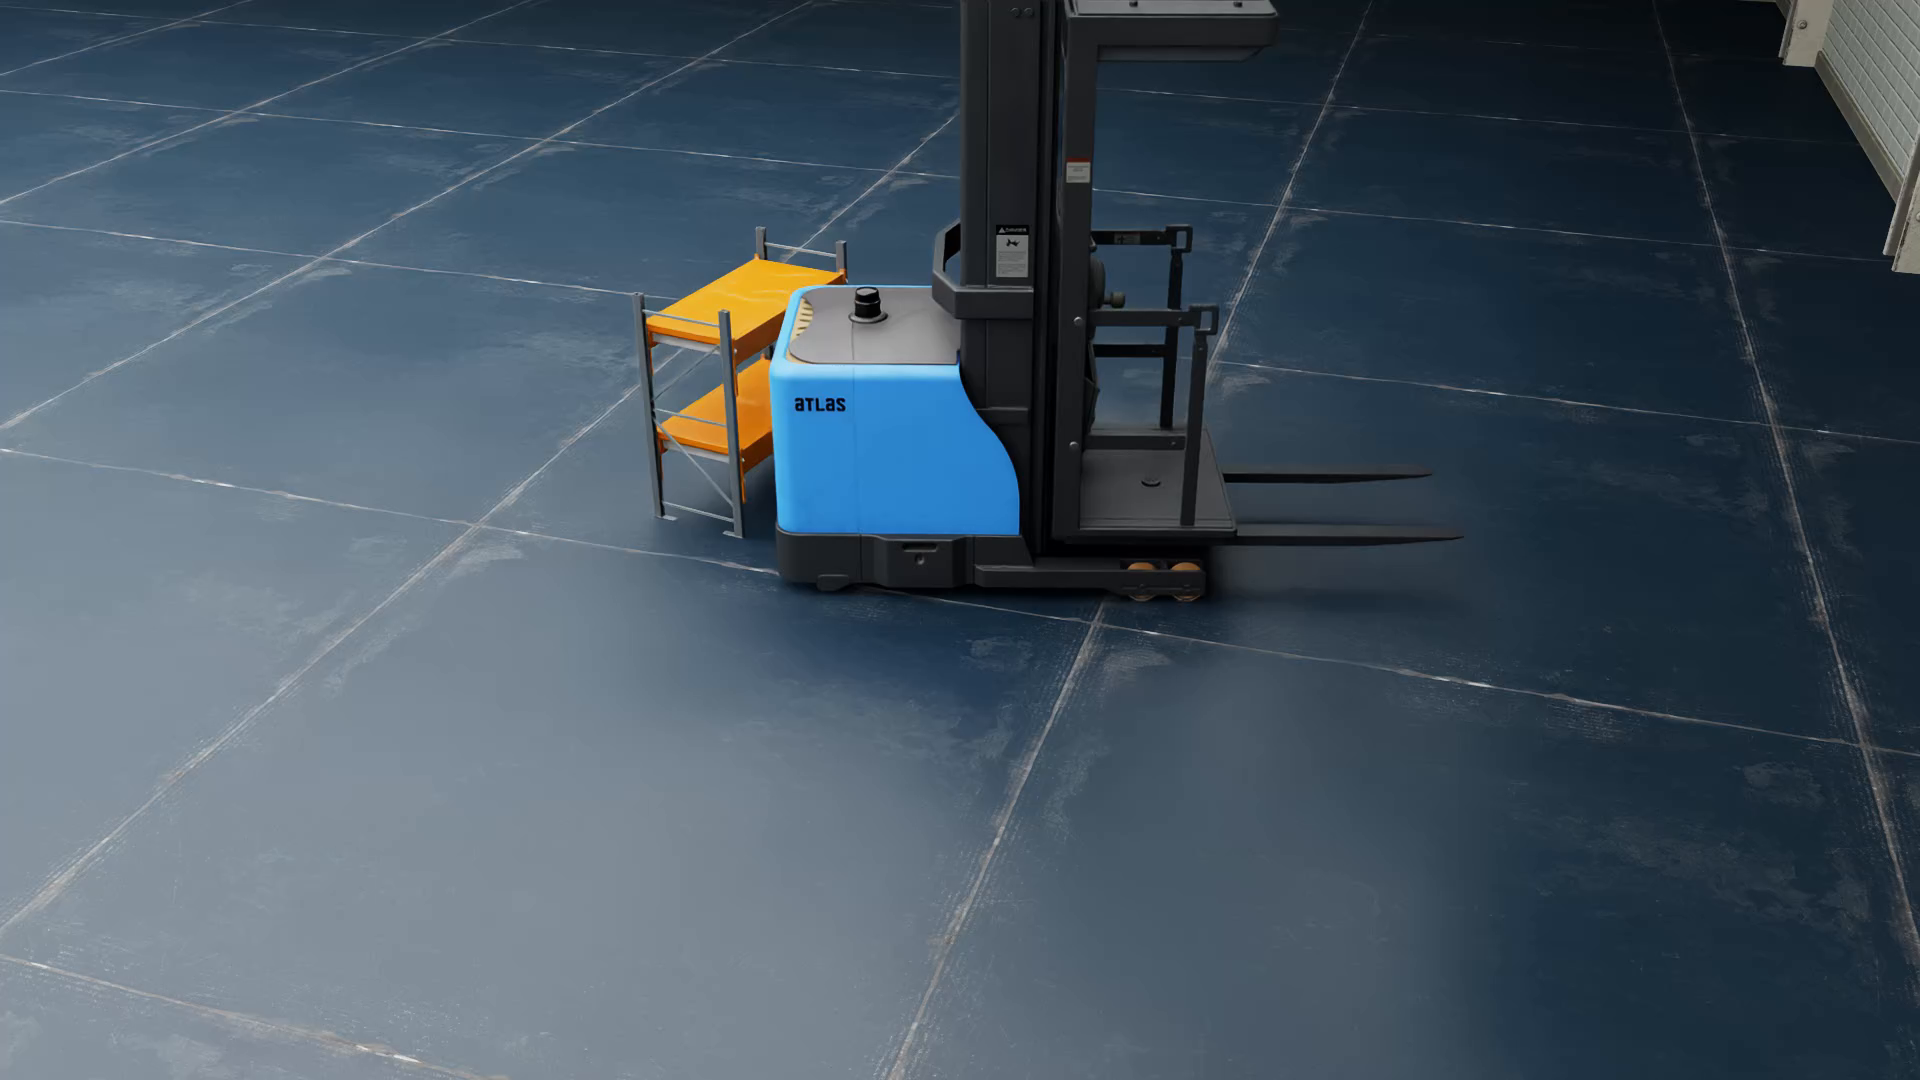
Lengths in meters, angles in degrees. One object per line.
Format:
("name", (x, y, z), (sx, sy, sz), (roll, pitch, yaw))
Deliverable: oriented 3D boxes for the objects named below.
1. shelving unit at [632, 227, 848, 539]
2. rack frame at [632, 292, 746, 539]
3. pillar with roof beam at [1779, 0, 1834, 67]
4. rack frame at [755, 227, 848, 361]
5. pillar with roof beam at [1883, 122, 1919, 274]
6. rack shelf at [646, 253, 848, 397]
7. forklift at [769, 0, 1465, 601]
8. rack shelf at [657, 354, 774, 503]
("shelving unit", (-1.005, -0.777, 7.990), (0.538, 1.125, 1.048), (14, 32, 23))
("rack frame", (-1.231, -0.556, 7.592), (0.500, 1.125, 0.032), (14, 32, 23))
("pillar with roof beam", (3.979, -9.169, 14.975), (9.100, 9.000, 0.400), (8, 30, 15))
("rack frame", (-0.779, -0.998, 8.387), (0.500, 1.125, 0.032), (14, 32, 23))
("pillar with roof beam", (2.218, -6.380, 9.963), (9.100, 9.000, 0.400), (8, 30, 15))
("rack shelf", (-1.005, -1.033, 7.847), (0.538, 0.278, 1.000), (14, 32, 23))
("forklift", (0.716, -1.275, 7.028), (3.031, 2.935, 1.130), (0, 29, 1))
("rack shelf", (-1.005, -0.563, 8.108), (0.538, 0.278, 1.000), (14, 32, 23))
